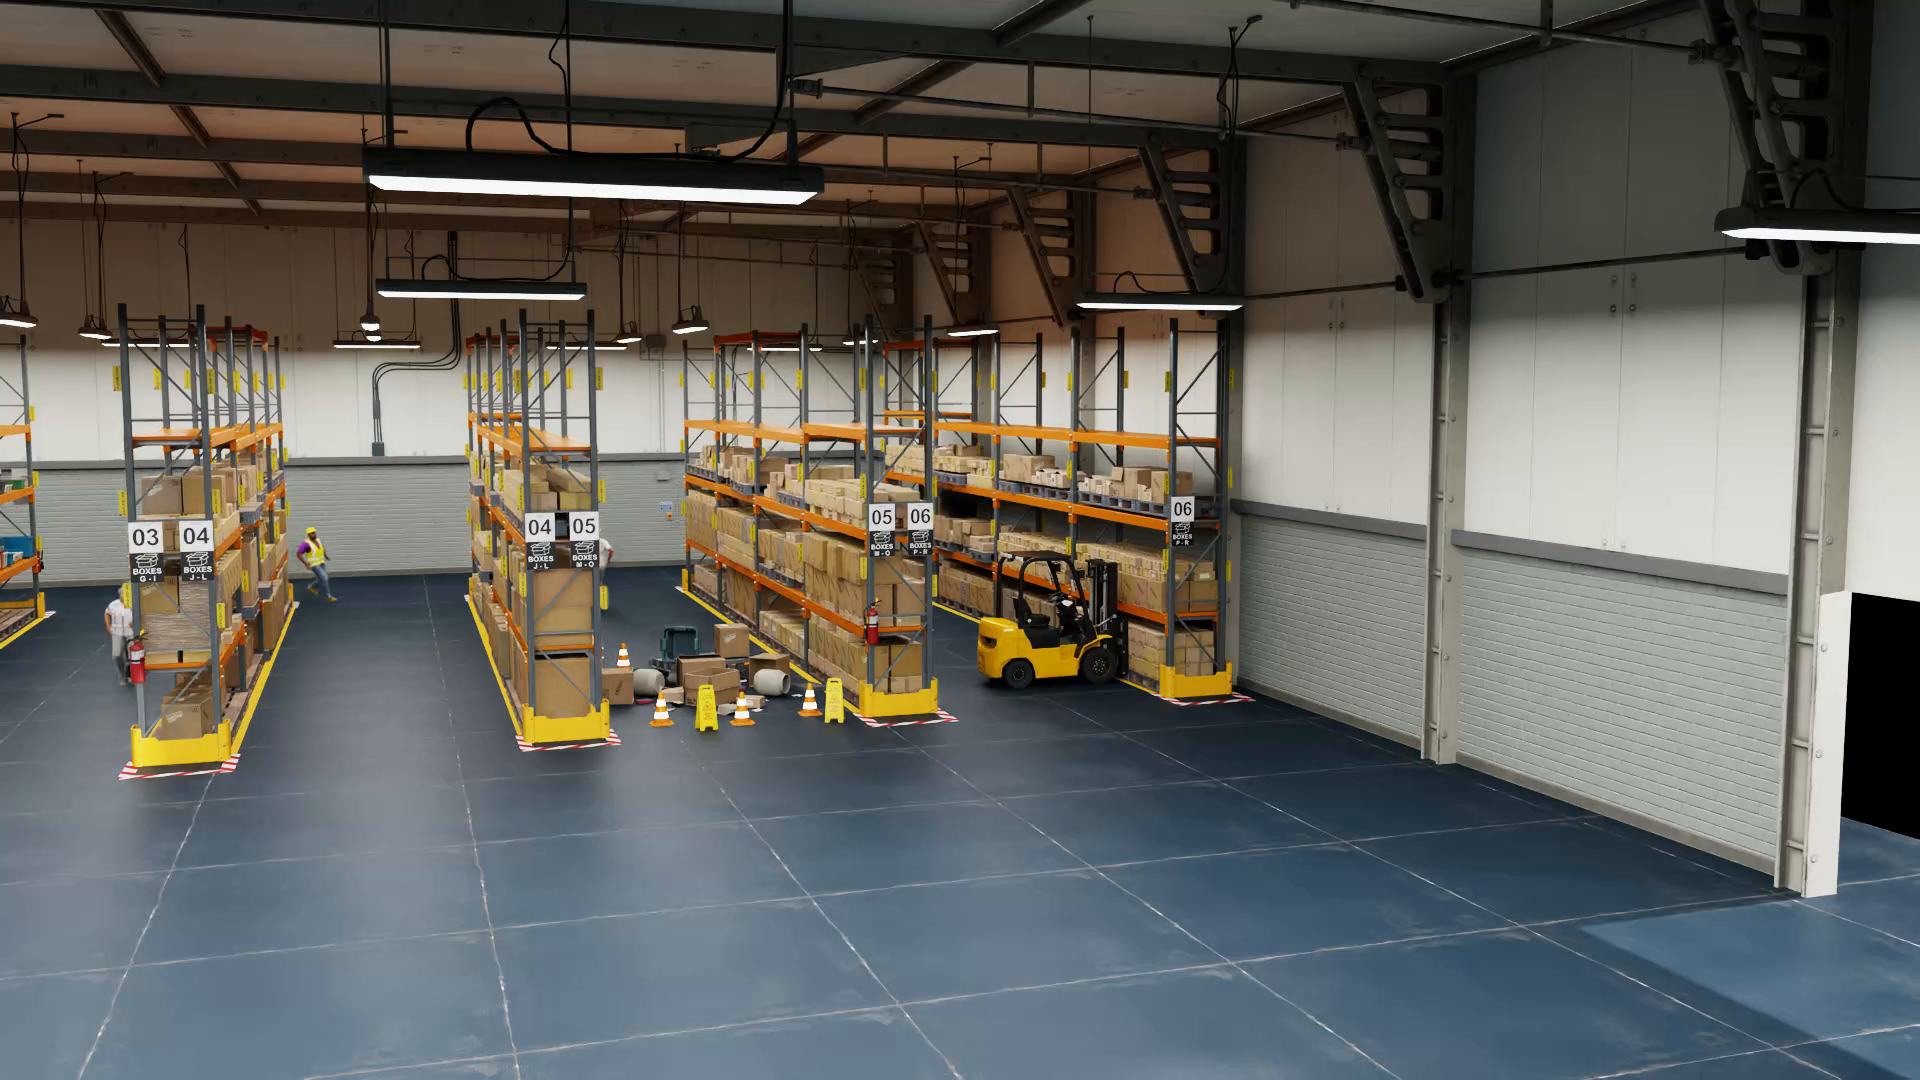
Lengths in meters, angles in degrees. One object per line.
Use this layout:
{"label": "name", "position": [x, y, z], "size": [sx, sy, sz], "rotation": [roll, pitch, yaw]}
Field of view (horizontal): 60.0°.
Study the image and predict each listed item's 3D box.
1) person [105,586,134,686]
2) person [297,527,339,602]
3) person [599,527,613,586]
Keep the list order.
{"label": "person", "position": [-13.783, 1.592, 27.481], "size": [0.662, 1.686, 0.576], "rotation": [-2, 6, -18]}
{"label": "person", "position": [-14.667, 0.560, 37.840], "size": [0.857, 1.716, 0.761], "rotation": [2, 6, 20]}
{"label": "person", "position": [-8.125, 0.574, 37.150], "size": [0.663, 1.766, 0.990], "rotation": [-3, 6, -27]}
